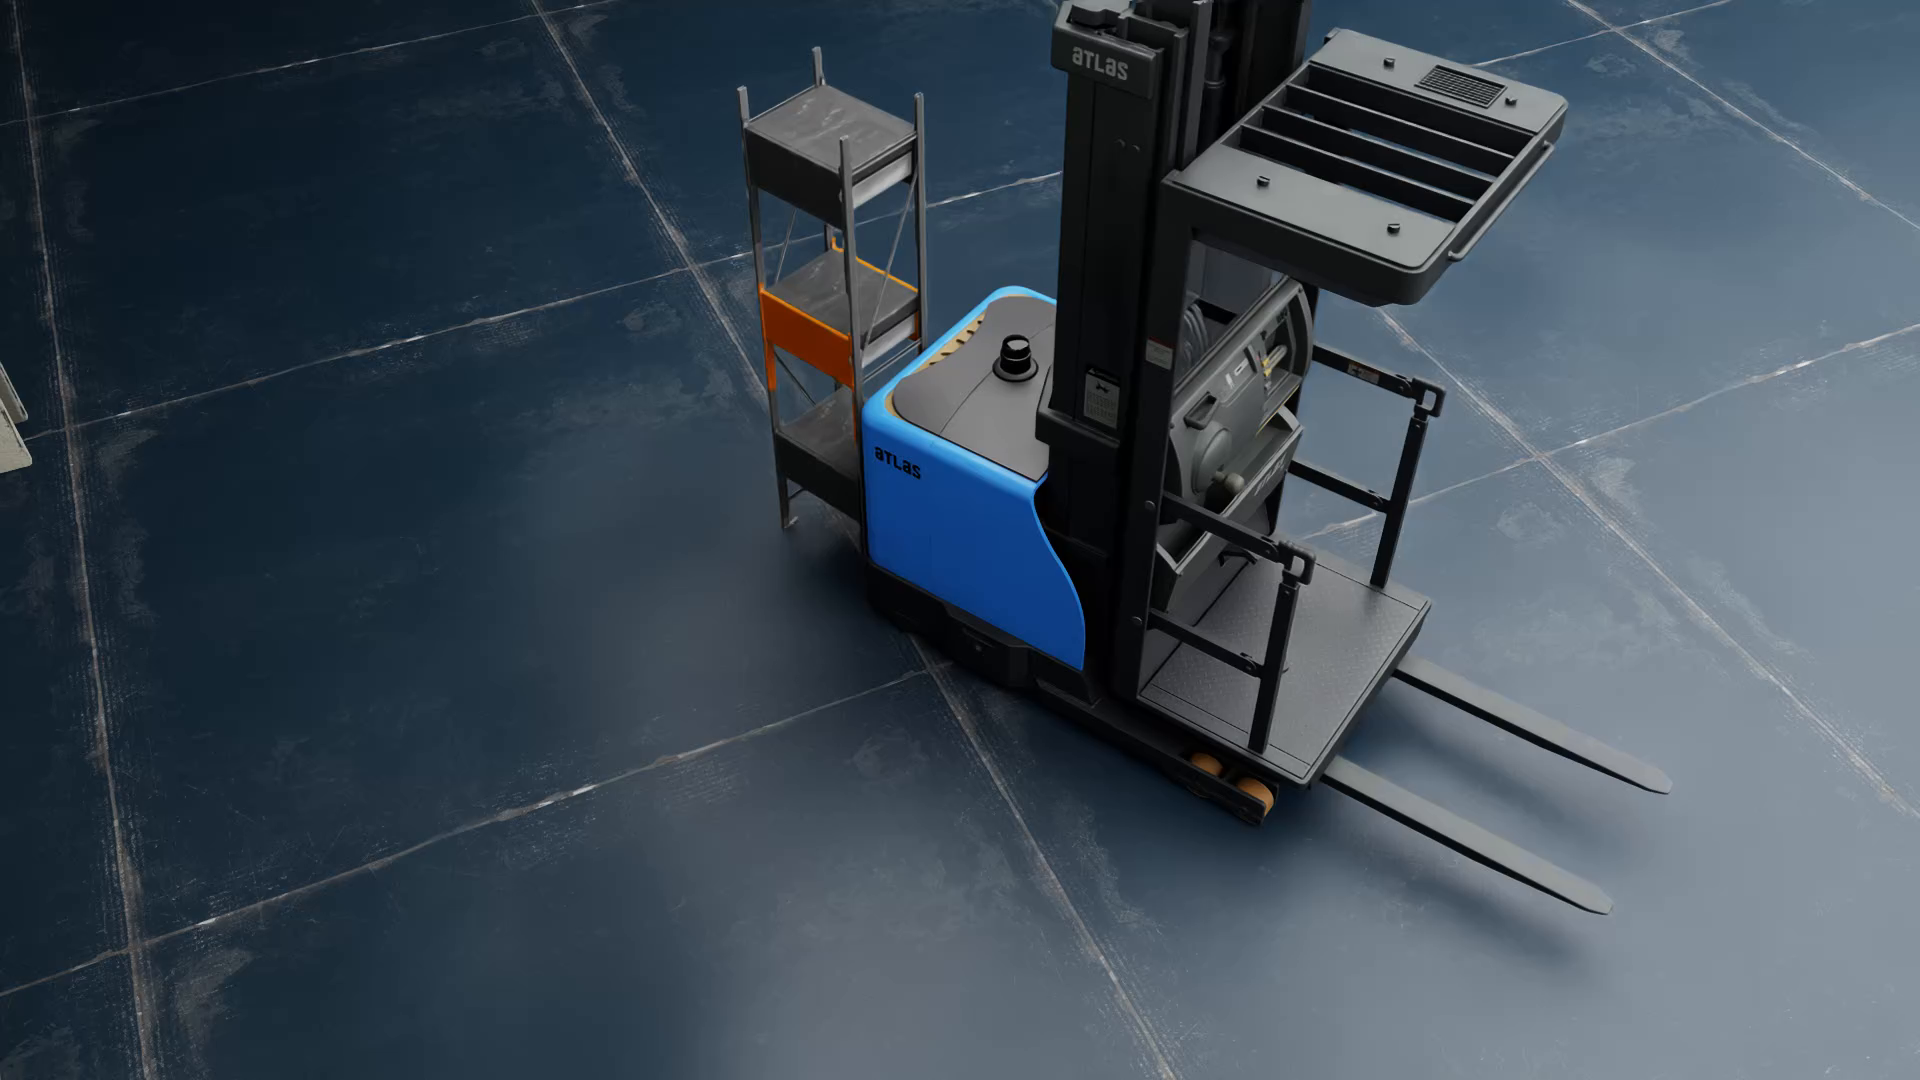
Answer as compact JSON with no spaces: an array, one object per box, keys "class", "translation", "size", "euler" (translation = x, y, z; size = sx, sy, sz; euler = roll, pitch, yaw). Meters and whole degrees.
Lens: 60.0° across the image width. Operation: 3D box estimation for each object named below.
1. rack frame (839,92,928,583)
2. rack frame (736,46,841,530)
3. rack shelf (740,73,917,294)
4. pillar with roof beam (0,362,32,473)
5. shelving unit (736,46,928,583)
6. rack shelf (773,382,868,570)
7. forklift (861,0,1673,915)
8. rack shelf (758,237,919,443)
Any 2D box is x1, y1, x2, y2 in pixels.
[{"class":"rack frame","translation":[-0.261,-0.674,6.307],"size":[0.015,2.100,0.400],"euler":[31,53,28]},{"class":"rack frame","translation":[-0.630,-0.898,6.534],"size":[0.015,2.100,0.400],"euler":[31,53,28]},{"class":"rack shelf","translation":[-0.445,-1.274,5.938],"size":[0.480,0.518,0.431],"euler":[31,53,28]},{"class":"pillar with roof beam","translation":[-0.481,-4.893,5.671],"size":[9.100,9.000,0.400],"euler":[-18,47,-17]},{"class":"shelving unit","translation":[-0.445,-0.786,6.420],"size":[0.503,2.100,0.431],"euler":[31,53,28]},{"class":"rack shelf","translation":[-0.445,-0.278,6.922],"size":[0.480,0.518,0.431],"euler":[31,53,28]},{"class":"forklift","translation":[1.116,-0.443,5.481],"size":[3.031,2.935,1.130],"euler":[26,50,24]},{"class":"rack shelf","translation":[-0.445,-0.776,6.430],"size":[0.480,0.518,0.431],"euler":[31,53,28]}]
